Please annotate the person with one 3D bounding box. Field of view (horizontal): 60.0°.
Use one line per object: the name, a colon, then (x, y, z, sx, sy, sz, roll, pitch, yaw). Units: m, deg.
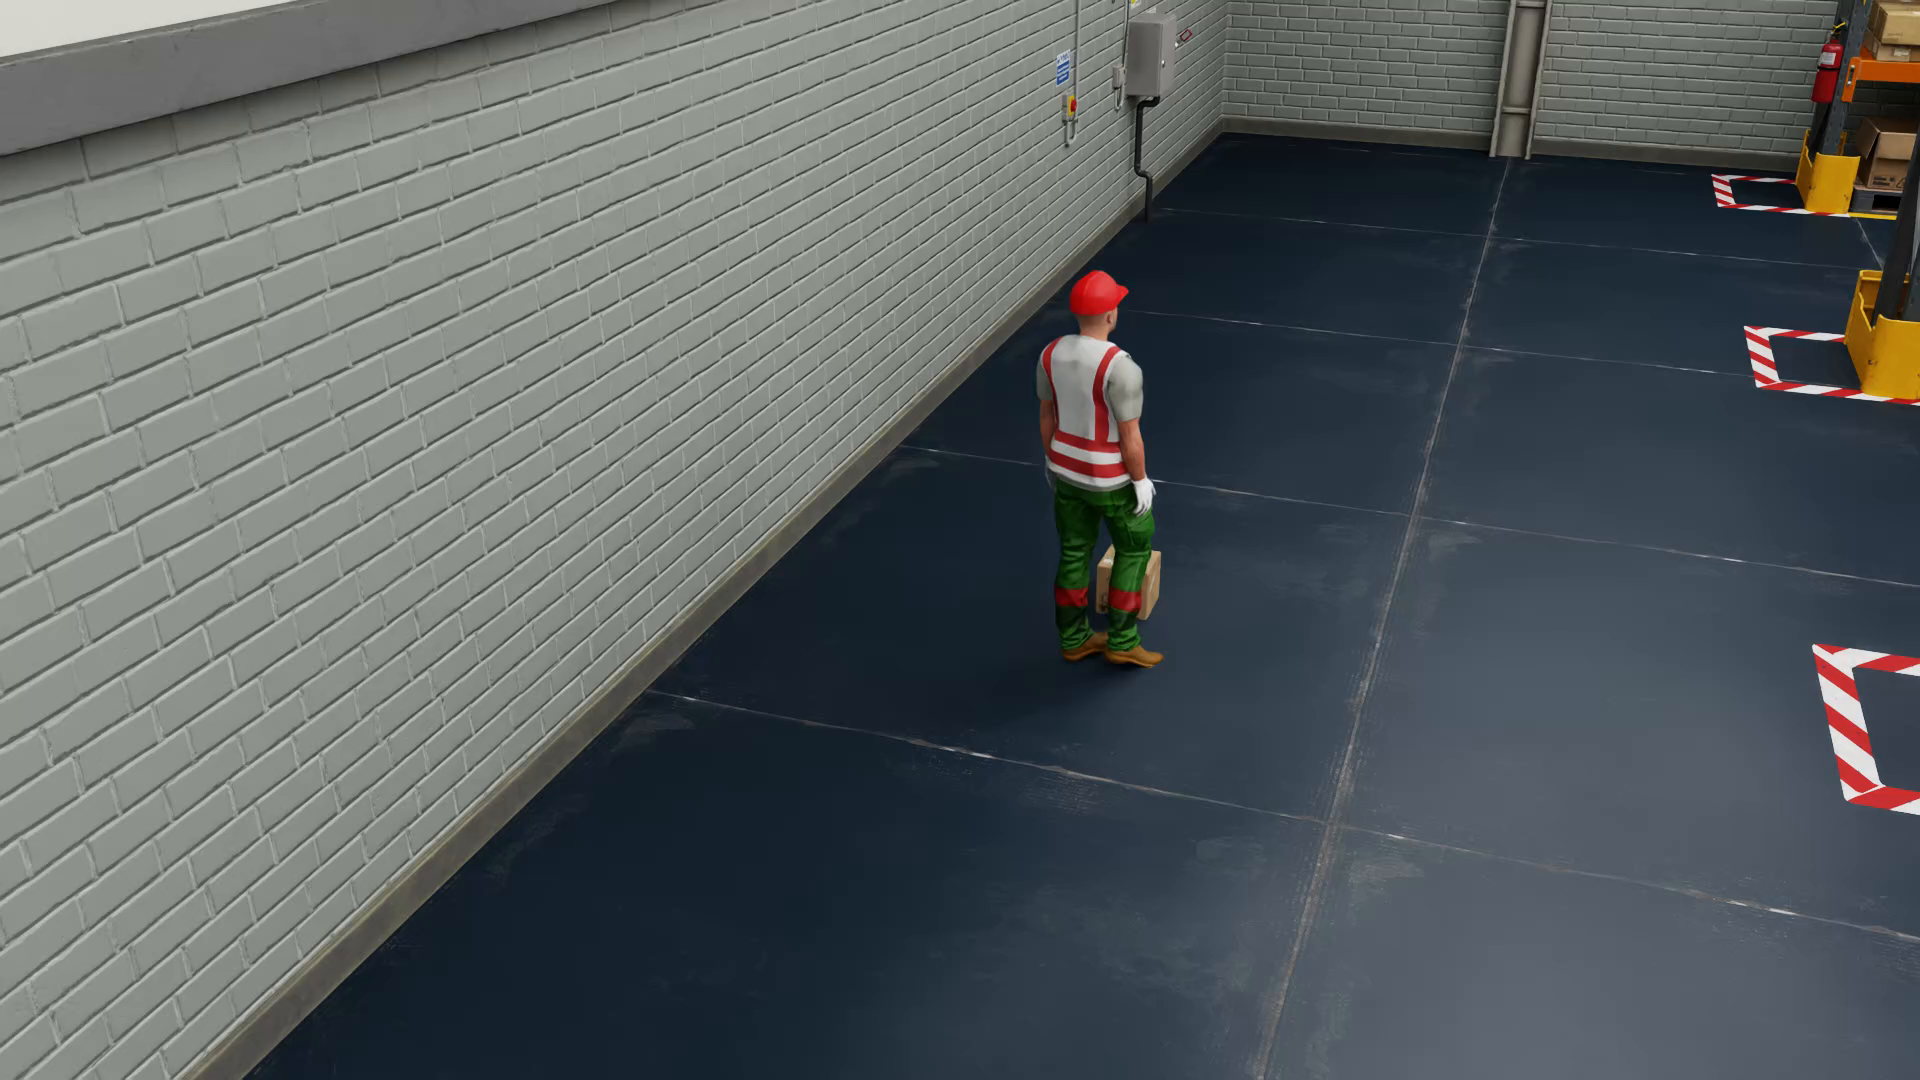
person: (0.602, -0.278, 7.186, 0.553, 1.827, 0.403, 21, 33, 37)
